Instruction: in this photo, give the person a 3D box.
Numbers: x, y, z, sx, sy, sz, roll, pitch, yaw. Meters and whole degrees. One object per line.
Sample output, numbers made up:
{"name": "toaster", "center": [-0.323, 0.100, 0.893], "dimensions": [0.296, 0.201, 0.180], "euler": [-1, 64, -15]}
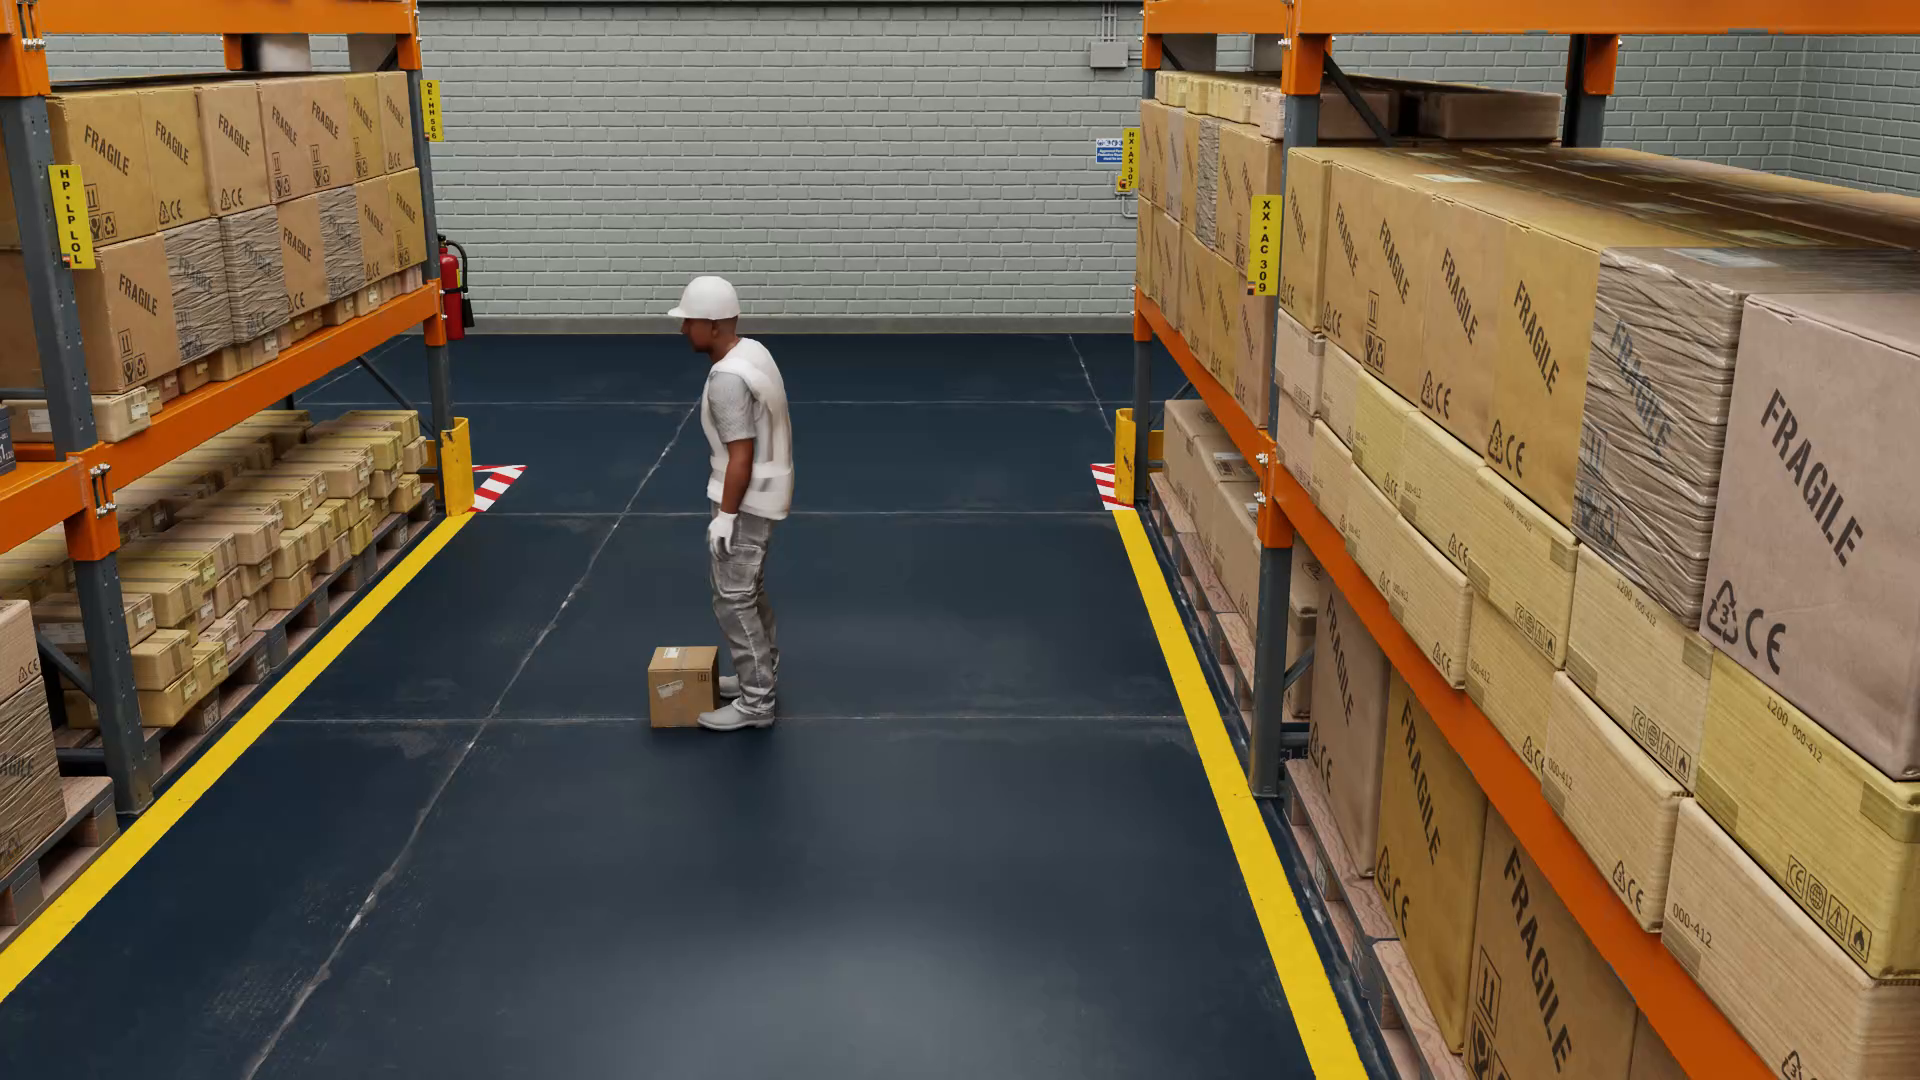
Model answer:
{"name": "person", "center": [-0.874, -0.144, 6.499], "dimensions": [0.450, 1.773, 0.616], "euler": [0, 17, -1]}
